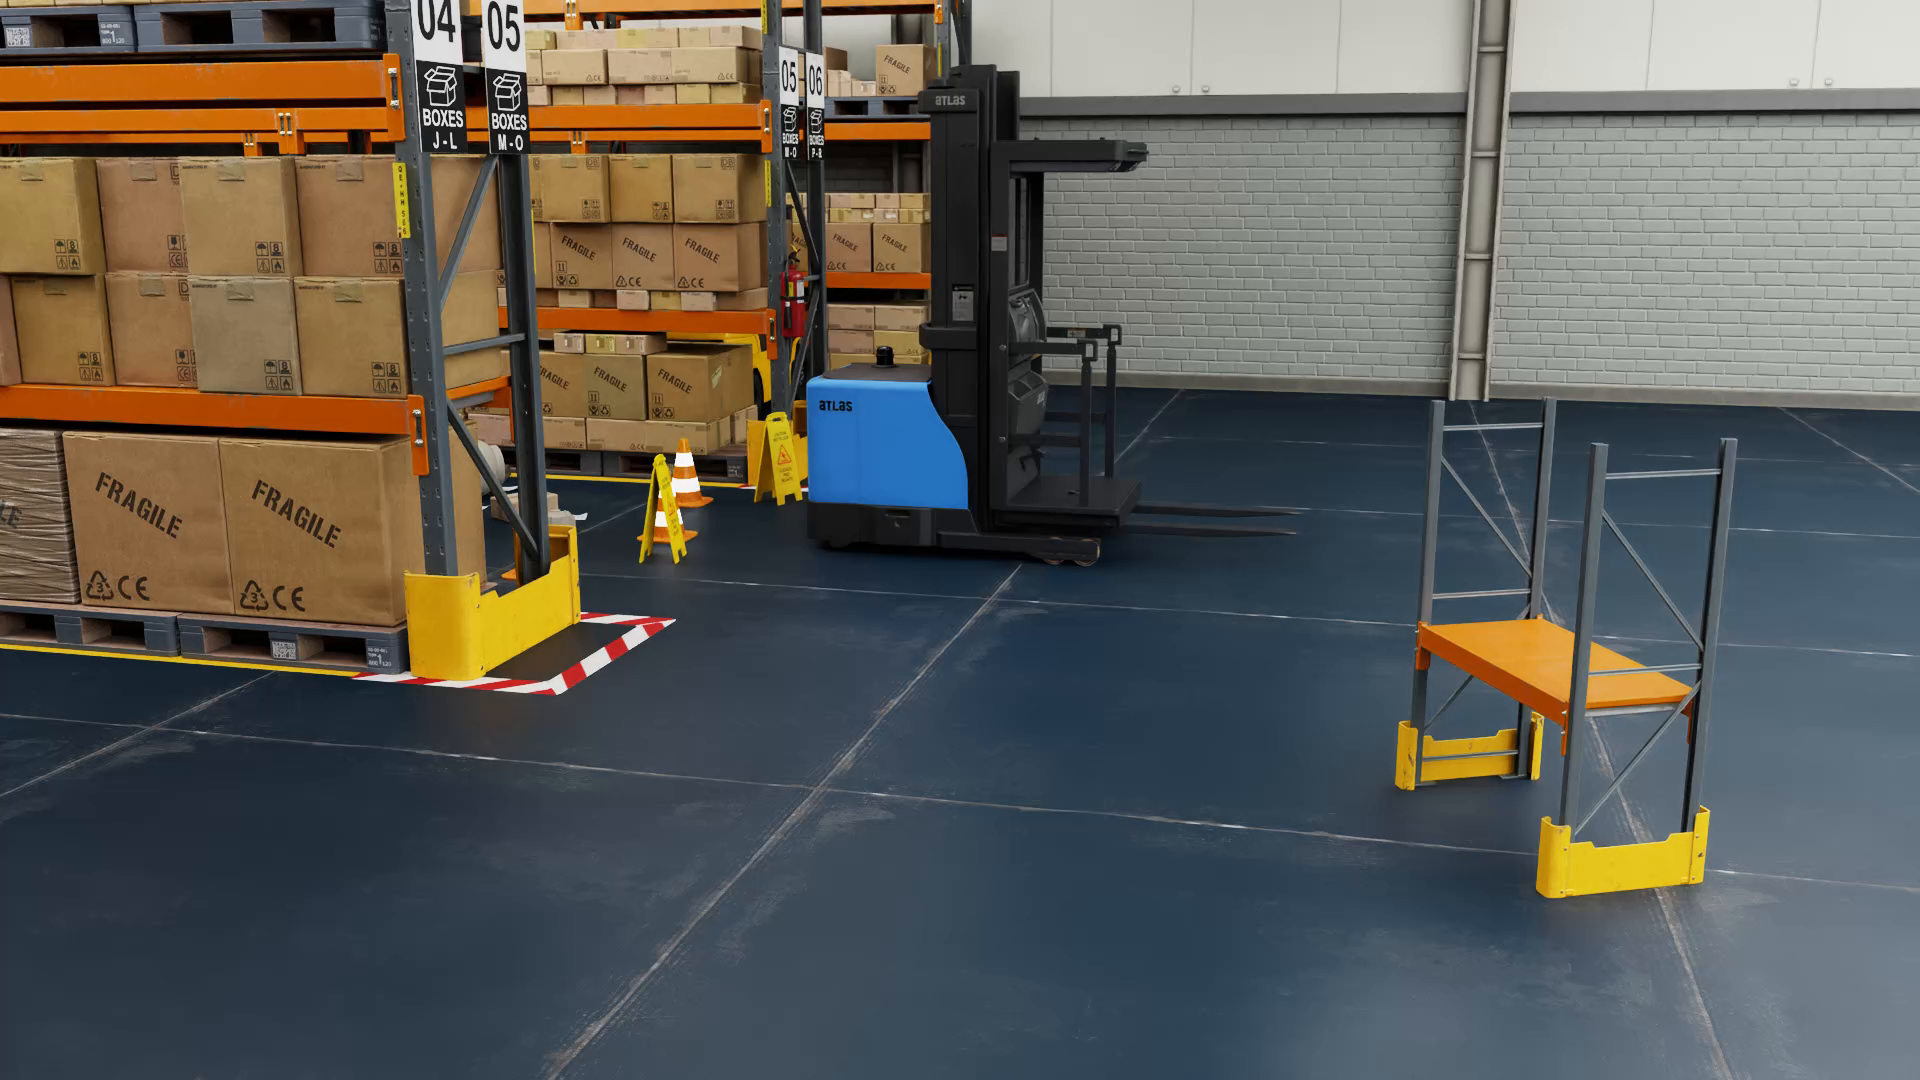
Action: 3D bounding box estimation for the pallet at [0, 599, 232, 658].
[{"bbox_3d":[-4.302,0.338,8.725,1.213,0.211,1.003,3,13,14],"label":"pallet"}]

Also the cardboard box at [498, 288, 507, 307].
[{"bbox_3d":[-3.402,-1.907,12.983,0.250,0.149,0.380,3,13,13],"label":"cardboard box"}]

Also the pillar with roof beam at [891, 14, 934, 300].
[{"bbox_3d":[-1.545,-5.274,13.731,0.400,9.000,9.100,3,13,14],"label":"pillar with roof beam"}]

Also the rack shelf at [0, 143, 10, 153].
[{"bbox_3d":[-13.645,-4.865,20.472,4.000,0.370,1.077,3,13,14],"label":"rack shelf"}]

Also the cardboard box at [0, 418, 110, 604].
[{"bbox_3d":[-4.740,-0.217,8.723,0.875,0.875,0.875,3,13,14],"label":"cardboard box"}]

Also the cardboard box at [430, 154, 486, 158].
[{"bbox_3d":[-3.775,-2.740,12.931,0.500,0.500,0.700,3,13,12],"label":"cardboard box"}]

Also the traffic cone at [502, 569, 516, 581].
[{"bbox_3d":[-2.502,-0.023,9.768,0.334,0.463,0.336,3,13,14],"label":"traffic cone"}]

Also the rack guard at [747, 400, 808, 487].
[{"bbox_3d":[-1.312,-0.765,13.027,0.348,0.500,1.175,3,13,14],"label":"rack guard"}]

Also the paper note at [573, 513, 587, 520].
[{"bbox_3d":[-2.633,-0.162,11.394,0.142,0.019,0.148,-1,13,-6],"label":"paper note"}]

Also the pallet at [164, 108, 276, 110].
[{"bbox_3d":[-5.696,-3.616,13.615,1.003,0.211,1.213,3,13,14],"label":"pallet"}]

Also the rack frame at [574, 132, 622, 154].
[{"bbox_3d":[-3.937,-3.233,18.380,0.127,3.000,1.000,3,13,14],"label":"rack frame"}]

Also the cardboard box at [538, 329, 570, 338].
[{"bbox_3d":[-4.446,-2.303,18.703,0.625,0.625,0.875,4,13,16],"label":"cardboard box"}]

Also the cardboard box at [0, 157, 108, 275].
[{"bbox_3d":[-4.290,-1.630,8.315,0.500,0.550,0.875,3,13,14],"label":"cardboard box"}]

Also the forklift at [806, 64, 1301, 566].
[{"bbox_3d":[0.606,-1.399,10.272,3.031,2.935,1.130,3,13,13],"label":"forklift"}]

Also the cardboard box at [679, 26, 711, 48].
[{"bbox_3d":[-1.879,-3.689,12.250,0.250,0.149,0.380,3,13,15],"label":"cardboard box"}]

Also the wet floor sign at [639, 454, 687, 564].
[{"bbox_3d":[-1.824,-0.201,10.148,0.232,0.644,0.267,1,13,4],"label":"wet floor sign"}]

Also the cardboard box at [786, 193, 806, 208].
[{"bbox_3d":[-1.714,-3.555,17.418,0.250,0.149,0.380,3,13,15],"label":"cardboard box"}]

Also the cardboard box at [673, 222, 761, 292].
[{"bbox_3d":[-1.832,-2.145,12.561,0.500,0.500,0.500,3,13,13],"label":"cardboard box"}]

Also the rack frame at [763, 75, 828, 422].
[{"bbox_3d":[-1.239,-1.981,12.738,0.127,3.000,1.000,3,13,14],"label":"rack frame"}]

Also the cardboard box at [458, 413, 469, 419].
[{"bbox_3d":[-4.093,-0.939,13.418,0.500,0.250,0.500,4,13,17],"label":"cardboard box"}]

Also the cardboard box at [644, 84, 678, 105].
[{"bbox_3d":[-2.151,-3.310,12.381,0.250,0.149,0.380,3,13,15],"label":"cardboard box"}]

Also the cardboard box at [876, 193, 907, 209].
[{"bbox_3d":[-0.698,-3.516,17.243,0.250,0.149,0.380,3,13,14],"label":"cardboard box"}]

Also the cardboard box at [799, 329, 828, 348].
[{"bbox_3d":[-1.591,-2.142,17.688,0.500,0.250,0.500,3,13,12],"label":"cardboard box"}]

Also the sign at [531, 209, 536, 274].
[{"bbox_3d":[-2.188,-1.513,8.445,0.005,0.325,0.100,3,13,14],"label":"sign"}]

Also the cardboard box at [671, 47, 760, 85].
[{"bbox_3d":[-1.800,-3.488,12.262,0.500,0.250,0.500,3,13,13],"label":"cardboard box"}]

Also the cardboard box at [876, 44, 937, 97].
[{"bbox_3d":[-0.541,-4.764,16.924,0.500,0.500,0.500,3,13,15],"label":"cardboard box"}]

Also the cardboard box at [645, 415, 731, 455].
[{"bbox_3d":[-2.111,-0.830,12.930,0.500,0.250,0.500,3,13,13],"label":"cardboard box"}]

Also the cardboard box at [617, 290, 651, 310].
[{"bbox_3d":[-2.427,-1.848,12.716,0.250,0.149,0.380,3,13,15],"label":"cardboard box"}]

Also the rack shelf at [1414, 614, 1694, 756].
[{"bbox_3d":[2.092,0.492,5.886,0.538,0.185,1.000,-3,13,-12],"label":"rack shelf"}]

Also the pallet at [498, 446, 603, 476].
[{"bbox_3d":[-3.274,-0.737,13.569,1.213,0.211,1.003,3,13,14],"label":"pallet"}]

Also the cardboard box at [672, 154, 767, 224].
[{"bbox_3d":[-1.787,-2.644,12.500,0.500,0.500,0.700,3,13,12],"label":"cardboard box"}]

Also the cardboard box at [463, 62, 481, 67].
[{"bbox_3d":[-3.774,-3.591,12.729,0.500,0.250,0.500,3,13,14],"label":"cardboard box"}]

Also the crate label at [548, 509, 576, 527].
[{"bbox_3d":[-2.679,-0.111,10.920,0.298,0.136,0.250,-4,13,-16],"label":"crate label"}]

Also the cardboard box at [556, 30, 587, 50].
[{"bbox_3d":[-2.849,-3.756,12.551,0.250,0.149,0.380,3,13,12],"label":"cardboard box"}]

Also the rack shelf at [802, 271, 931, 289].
[{"bbox_3d":[-1.995,-2.778,17.990,4.000,0.370,1.077,3,13,14],"label":"rack shelf"}]

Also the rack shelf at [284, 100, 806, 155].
[{"bbox_3d":[-3.180,-3.198,12.959,4.000,0.370,1.077,3,13,14],"label":"rack shelf"}]

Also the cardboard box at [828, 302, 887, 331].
[{"bbox_3d":[-1.072,-2.360,17.514,0.500,0.250,0.500,3,13,15],"label":"cardboard box"}]

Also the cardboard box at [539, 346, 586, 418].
[{"bbox_3d":[-3.075,-1.251,13.093,0.500,0.500,0.500,3,13,12],"label":"cardboard box"}]

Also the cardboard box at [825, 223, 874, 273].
[{"bbox_3d":[-1.095,-3.073,17.429,0.500,0.500,0.500,3,13,15],"label":"cardboard box"}]

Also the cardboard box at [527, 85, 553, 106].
[{"bbox_3d":[-3.154,-3.353,12.576,0.250,0.149,0.380,3,13,13],"label":"cardboard box"}]

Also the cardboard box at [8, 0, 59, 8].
[{"bbox_3d":[-4.211,-2.556,7.783,0.250,0.149,0.380,3,13,14],"label":"cardboard box"}]

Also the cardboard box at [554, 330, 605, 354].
[{"bbox_3d":[-2.950,-1.546,12.927,0.250,0.149,0.380,4,13,16],"label":"cardboard box"}]

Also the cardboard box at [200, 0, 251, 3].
[{"bbox_3d":[-3.224,-2.503,7.545,0.250,0.149,0.380,3,13,14],"label":"cardboard box"}]

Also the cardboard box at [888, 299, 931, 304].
[{"bbox_3d":[-0.474,-2.441,17.880,0.500,0.250,0.500,3,13,13],"label":"cardboard box"}]

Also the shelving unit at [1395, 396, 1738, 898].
[{"bbox_3d":[2.090,0.314,5.855,0.587,1.500,1.083,-3,13,-12],"label":"shelving unit"}]

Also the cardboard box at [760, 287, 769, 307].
[{"bbox_3d":[-1.519,-1.920,13.041,0.250,0.149,0.380,3,13,14],"label":"cardboard box"}]

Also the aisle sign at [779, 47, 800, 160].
[{"bbox_3d":[-1.248,-3.186,12.167,0.004,0.787,0.394,3,13,14],"label":"aisle sign"}]

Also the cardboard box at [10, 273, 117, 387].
[{"bbox_3d":[-4.275,-1.116,8.493,0.500,0.550,0.875,3,13,14],"label":"cardboard box"}]

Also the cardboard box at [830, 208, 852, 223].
[{"bbox_3d":[-1.187,-3.398,17.397,0.250,0.149,0.380,3,13,13],"label":"cardboard box"}]
